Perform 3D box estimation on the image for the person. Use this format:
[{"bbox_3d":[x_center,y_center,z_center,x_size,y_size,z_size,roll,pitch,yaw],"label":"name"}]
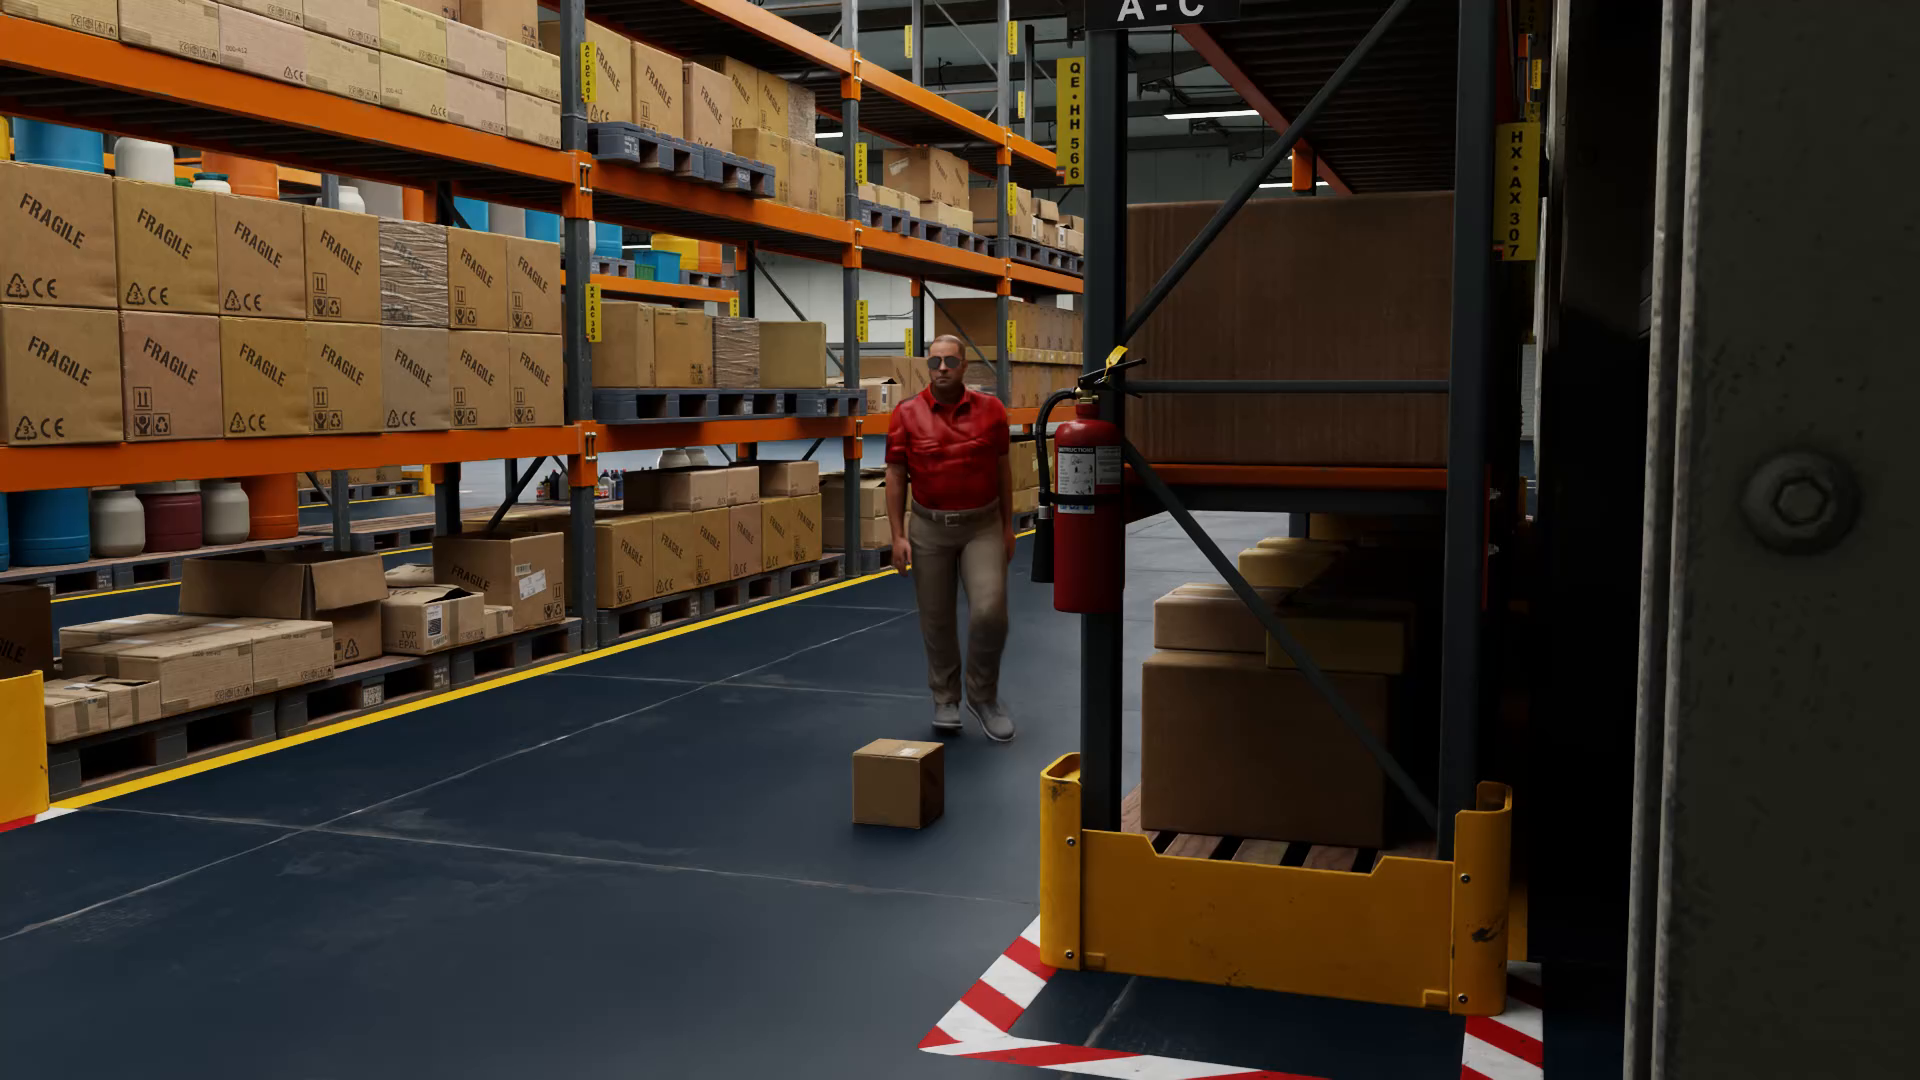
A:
[{"bbox_3d":[-0.037,-0.007,7.173,0.570,1.736,0.528,0,5,-2],"label":"person"}]
